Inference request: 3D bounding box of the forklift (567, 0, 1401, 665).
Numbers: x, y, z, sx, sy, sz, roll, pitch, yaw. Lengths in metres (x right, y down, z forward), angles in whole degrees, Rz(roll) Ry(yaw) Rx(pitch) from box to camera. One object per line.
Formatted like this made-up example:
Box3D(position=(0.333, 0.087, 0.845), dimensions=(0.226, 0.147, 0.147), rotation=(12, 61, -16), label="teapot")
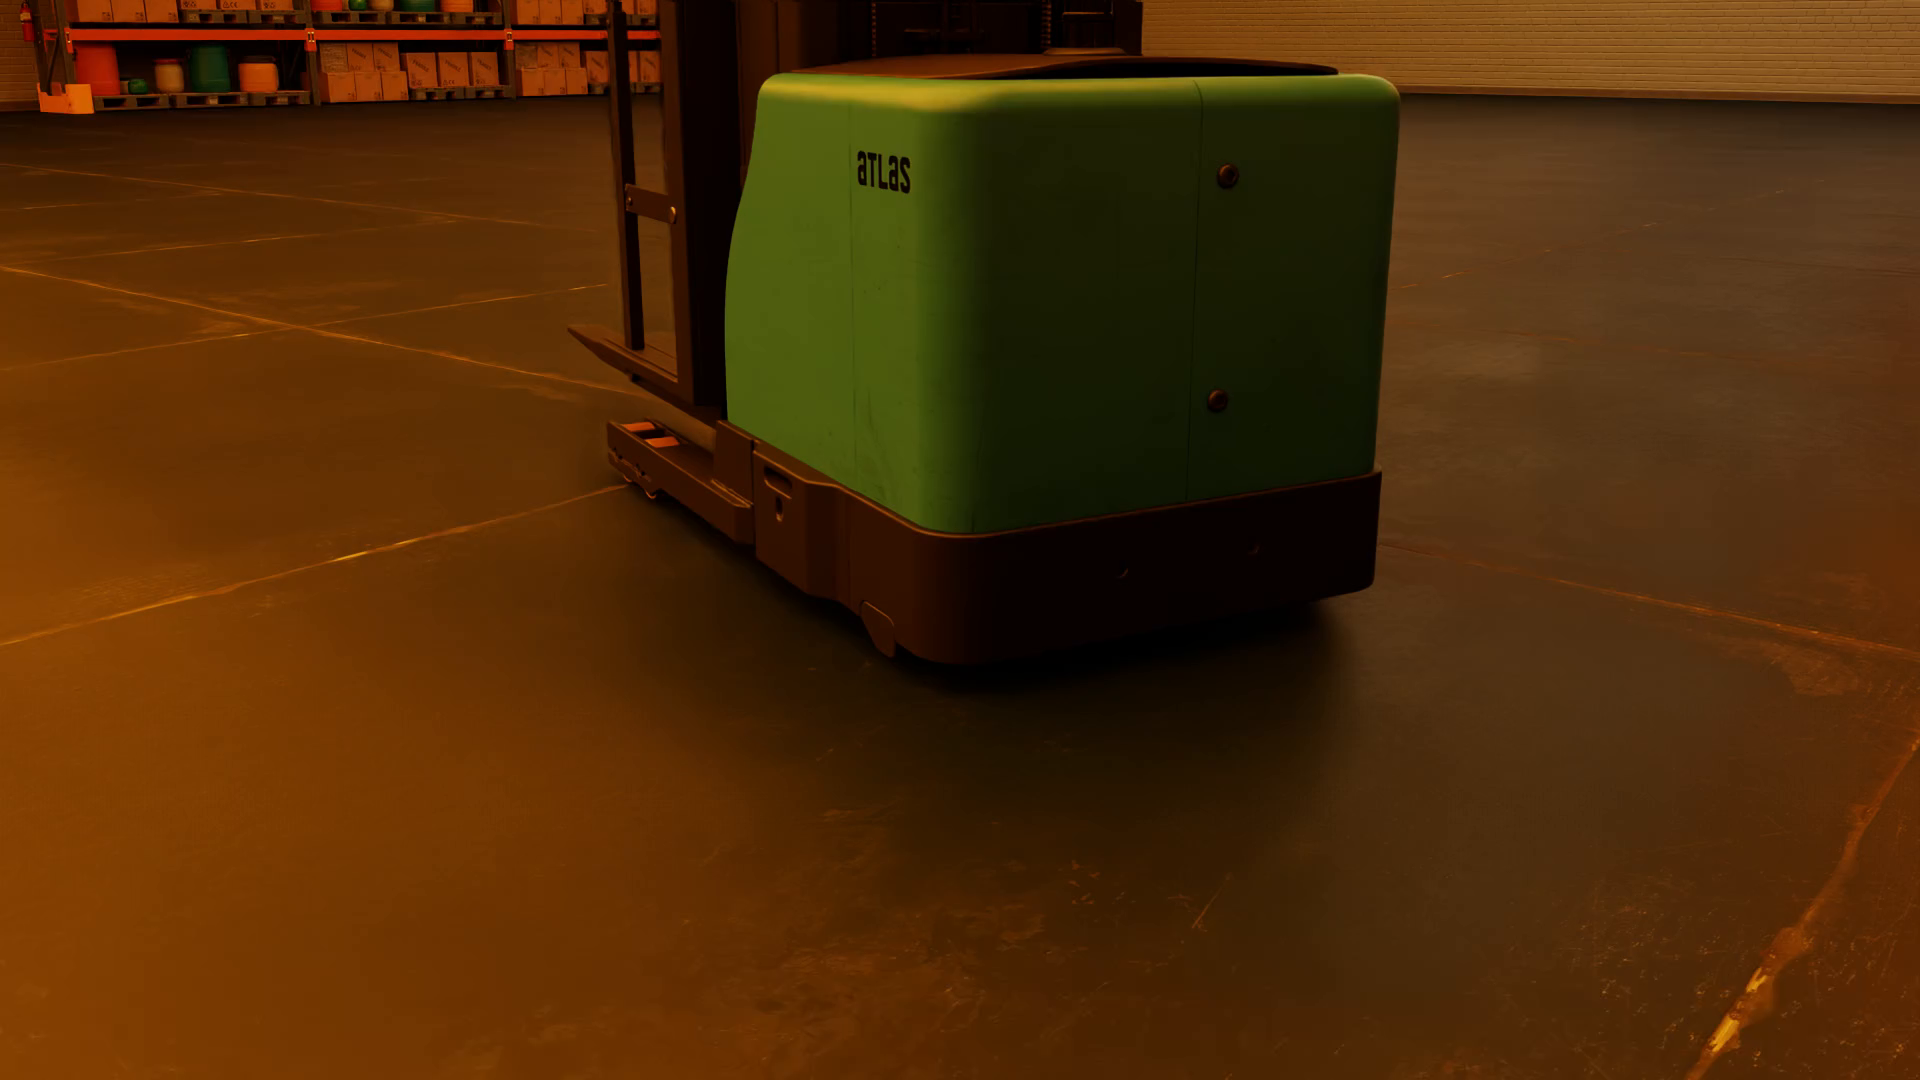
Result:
Box3D(position=(-0.288, -1.559, 4.031), dimensions=(1.130, 2.935, 3.031), rotation=(-9, 19, -27), label="forklift")
